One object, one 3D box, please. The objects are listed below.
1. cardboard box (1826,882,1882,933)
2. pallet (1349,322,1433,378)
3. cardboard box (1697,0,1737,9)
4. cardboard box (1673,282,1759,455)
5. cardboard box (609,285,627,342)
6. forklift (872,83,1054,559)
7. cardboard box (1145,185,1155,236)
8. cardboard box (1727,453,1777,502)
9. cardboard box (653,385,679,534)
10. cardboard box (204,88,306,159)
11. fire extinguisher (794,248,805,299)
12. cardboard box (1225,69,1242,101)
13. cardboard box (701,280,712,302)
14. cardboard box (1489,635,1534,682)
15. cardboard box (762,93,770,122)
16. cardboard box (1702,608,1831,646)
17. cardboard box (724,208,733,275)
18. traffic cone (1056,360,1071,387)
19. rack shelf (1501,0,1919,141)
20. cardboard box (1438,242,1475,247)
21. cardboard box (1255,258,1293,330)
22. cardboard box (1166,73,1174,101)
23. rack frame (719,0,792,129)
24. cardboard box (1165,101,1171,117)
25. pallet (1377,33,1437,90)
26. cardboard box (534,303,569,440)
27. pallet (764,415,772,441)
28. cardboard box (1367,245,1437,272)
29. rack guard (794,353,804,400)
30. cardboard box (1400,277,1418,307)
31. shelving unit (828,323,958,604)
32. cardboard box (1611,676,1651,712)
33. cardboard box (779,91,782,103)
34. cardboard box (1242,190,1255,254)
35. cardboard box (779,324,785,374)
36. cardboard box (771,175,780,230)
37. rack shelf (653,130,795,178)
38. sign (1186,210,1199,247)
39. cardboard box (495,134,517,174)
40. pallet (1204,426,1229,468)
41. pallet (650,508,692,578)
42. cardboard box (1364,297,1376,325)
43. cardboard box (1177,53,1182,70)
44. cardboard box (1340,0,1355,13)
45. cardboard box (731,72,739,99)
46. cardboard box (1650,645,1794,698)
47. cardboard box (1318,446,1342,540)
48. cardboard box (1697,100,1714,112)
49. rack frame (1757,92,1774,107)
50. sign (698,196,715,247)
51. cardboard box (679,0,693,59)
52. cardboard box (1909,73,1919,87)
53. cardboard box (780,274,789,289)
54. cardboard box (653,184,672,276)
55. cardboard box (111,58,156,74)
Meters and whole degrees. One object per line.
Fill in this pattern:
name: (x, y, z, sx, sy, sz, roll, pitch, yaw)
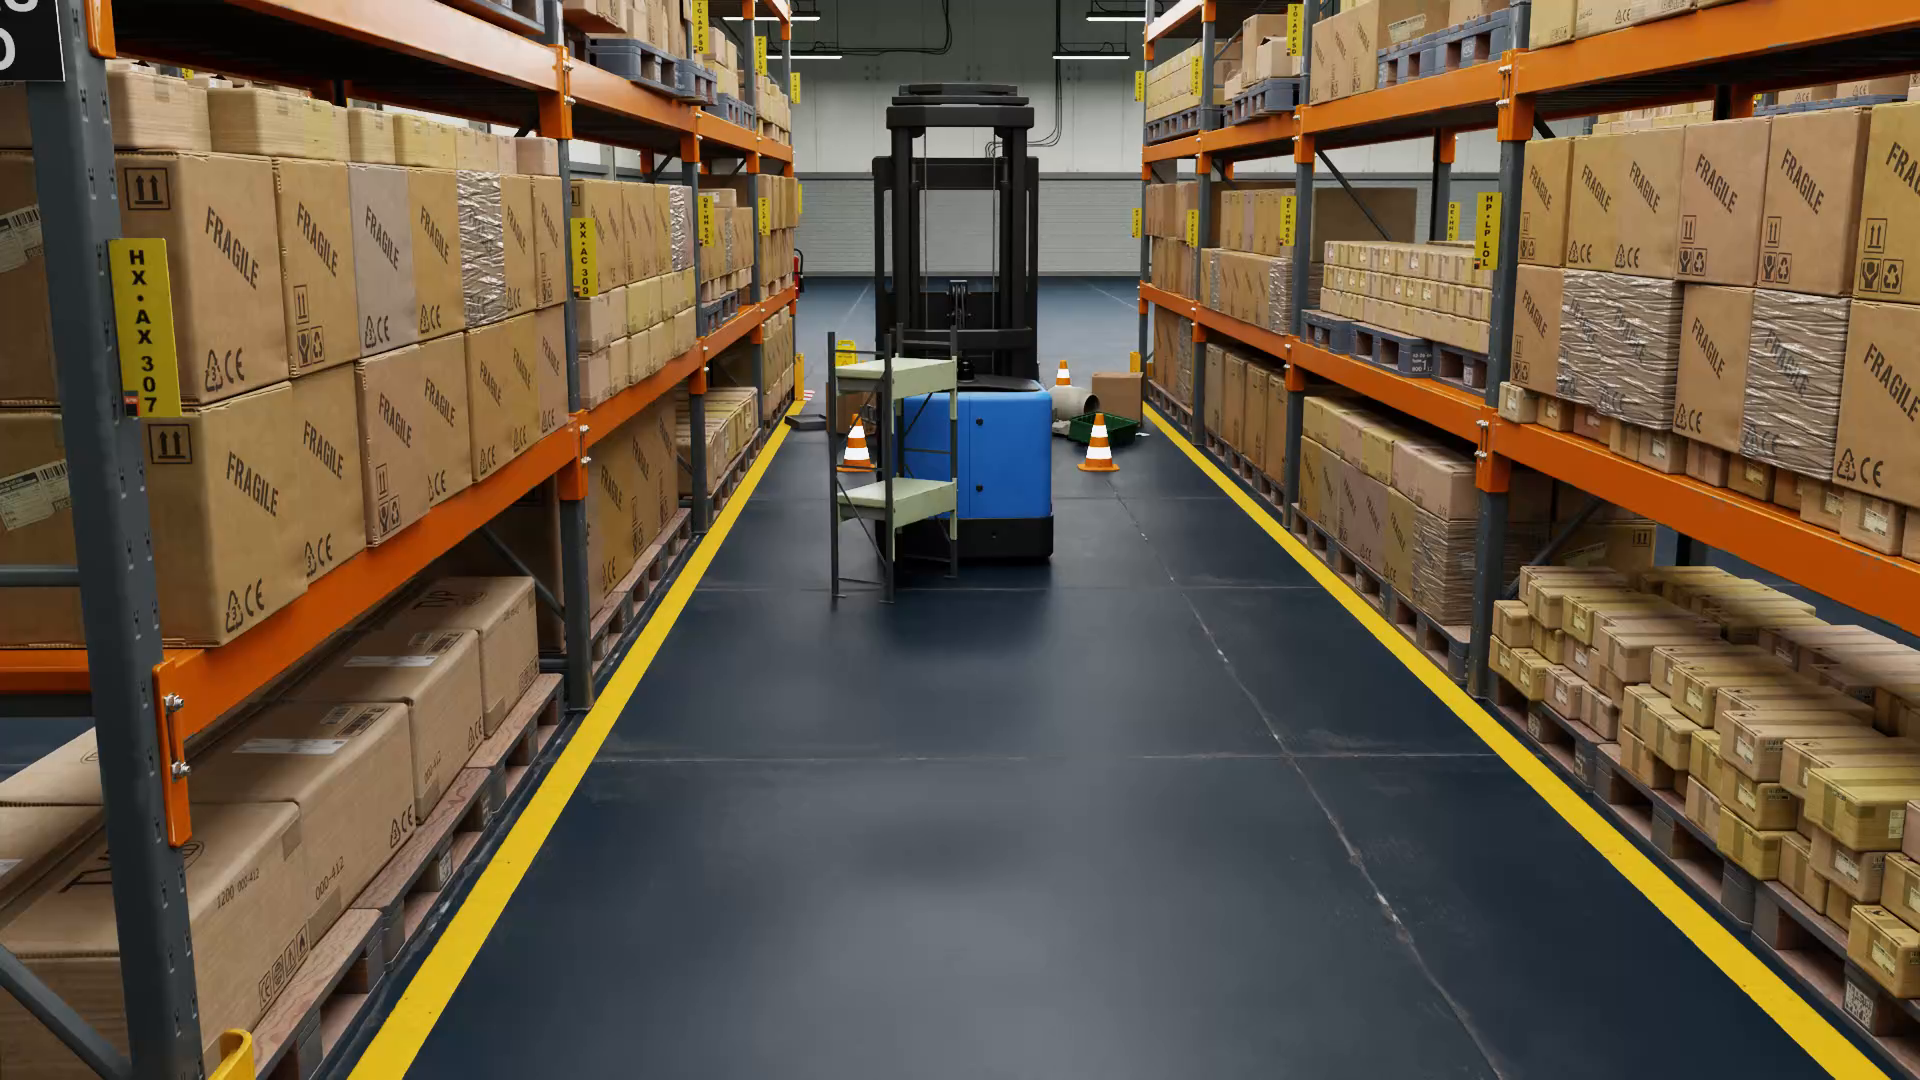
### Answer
cardboard box: (2.653, 1.020, 4.600, 0.380, 0.149, 0.250, 0, 11, -1)
pallet: (2.815, -1.067, 9.255, 1.003, 0.211, 1.213, 0, 11, -1)
cardboard box: (2.579, -1.755, 5.000, 0.500, 0.250, 0.500, 0, 11, 1)
cardboard box: (2.607, -0.549, 5.222, 0.500, 0.500, 0.500, 0, 11, 2)
cardboard box: (-1.897, -1.082, 7.969, 0.500, 0.250, 0.500, 0, 11, 0)
forklift: (-0.043, -1.561, 11.384, 1.130, 2.935, 3.031, -1, 11, -4)
cardboard box: (2.537, -3.673, 18.527, 0.875, 0.550, 0.550, 0, 11, -1)
cardboard box: (2.649, -0.213, 5.199, 0.380, 0.149, 0.250, 0, 11, 0)
cardboard box: (-2.282, -0.541, 10.467, 0.875, 0.875, 0.875, 0, 11, -2)
cardboard box: (-1.746, -0.956, 3.829, 0.380, 0.149, 0.250, 0, 11, 1)
fire extinguisher: (-1.921, -3.091, 18.944, 0.296, 0.674, 0.183, 0, 11, -1)
cardboard box: (2.414, -3.887, 14.161, 0.258, 0.266, 0.396, 0, 11, -2)
cardboard box: (-1.966, -1.773, 11.828, 0.380, 0.149, 0.250, -1, 12, -5)
cardboard box: (2.502, 0.506, 7.134, 0.380, 0.149, 0.250, -1, 11, -4)
cardboard box: (-2.052, -4.042, 15.524, 0.500, 0.250, 0.500, 0, 11, -2)
cardboard box: (3.068, 0.362, 6.346, 0.380, 0.149, 0.250, 0, 11, 1)
cardboard box: (-2.030, -2.313, 12.861, 0.500, 0.500, 0.500, -1, 11, -3)
traffic cone: (1.159, -1.790, 18.717, 0.336, 0.463, 0.334, 0, 11, -1)
rack shelf: (2.857, -1.479, 5.070, 1.077, 0.370, 4.000, 0, 11, -1)
cardboard box: (3.205, -1.783, 10.382, 0.380, 0.149, 0.250, 0, 11, -2)
cardboard box: (2.447, -1.791, 12.090, 0.500, 0.500, 0.500, 0, 11, -1)
cardboard box: (2.354, -4.544, 16.688, 0.500, 0.250, 0.500, 0, 11, -1)
rack frame: (-2.379, -6.044, 18.218, 1.000, 3.000, 0.127, 0, 11, -1)
cardboard box: (2.287, -4.375, 16.860, 0.380, 0.149, 0.250, 0, 11, -1)
pallet: (2.885, -2.466, 8.600, 1.213, 0.211, 1.003, 0, 11, -1)
cardboard box: (-1.866, -0.676, 6.597, 0.500, 0.500, 0.500, 0, 11, -1)
pallet: (-2.345, -1.076, 15.830, 1.003, 0.211, 1.213, 0, 11, -1)
cardboard box: (2.570, -1.627, 9.614, 0.380, 0.149, 0.250, 0, 11, 1)
rack guard: (-2.377, -1.864, 18.989, 1.175, 0.500, 0.348, 0, 11, -1)
cardboard box: (2.579, -1.328, 8.887, 0.380, 0.149, 0.250, 0, 11, -1)
shelving unit: (-0.373, -0.461, 9.559, 0.431, 1.500, 0.755, 6, 13, 28)
cardboard box: (2.624, 0.567, 6.088, 0.380, 0.149, 0.250, 0, 11, 1)
cardboard box: (-2.086, -4.674, 17.633, 0.380, 0.149, 0.250, 0, 11, -2)
cardboard box: (2.690, -2.587, 13.500, 0.700, 0.500, 0.500, 0, 11, -1)
cardboard box: (-2.084, -1.967, 17.186, 0.500, 0.500, 0.500, -1, 11, -2)
cardboard box: (-2.077, -3.184, 15.693, 0.700, 0.500, 0.500, 0, 11, -1)
rack shelf: (-2.338, -3.824, 16.628, 1.077, 0.370, 4.000, 0, 11, -1)
sign: (2.096, -2.810, 14.988, 0.100, 0.325, 0.005, 0, 11, -1)
cardboard box: (-1.909, -1.463, 6.327, 0.380, 0.149, 0.250, 0, 11, 0)
pallet: (2.742, -0.830, 14.617, 1.003, 0.211, 1.213, 0, 11, -1)
pallet: (-2.273, 0.010, 10.479, 1.003, 0.211, 1.213, 0, 11, -1)
cardboard box: (2.567, -1.334, 9.664, 0.380, 0.149, 0.250, 0, 11, 1)
cardboard box: (2.303, -4.615, 16.035, 0.380, 0.149, 0.250, 0, 11, -1)
cardboard box: (2.477, -3.264, 9.884, 0.396, 0.266, 0.258, 0, 11, -1)
cardboard box: (-2.139, -3.796, 14.001, 0.500, 0.250, 0.500, 0, 11, -2)
cardboard box: (2.657, 0.472, 5.807, 0.380, 0.149, 0.250, -1, 11, -4)
cardboard box: (2.507, -0.293, 10.191, 0.500, 0.500, 0.500, 0, 11, 0)
cardboard box: (7.279, -4.163, 15.863, 0.380, 0.149, 0.250, -1, 11, -3)
rack frame: (7.612, -5.290, 14.499, 1.000, 3.000, 0.127, 0, 11, -1)
sign: (-1.659, -2.084, 10.875, 0.100, 0.325, 0.005, 0, 11, -1)
cardboard box: (-2.055, -3.166, 10.259, 0.797, 0.503, 0.637, -1, 12, -5)
cardboard box: (7.418, -3.613, 12.269, 0.500, 0.500, 0.500, 0, 11, 0)
cardboard box: (-2.022, -2.755, 17.728, 0.380, 0.149, 0.250, 0, 11, 0)
cardboard box: (-1.919, -1.750, 9.376, 0.500, 0.500, 0.500, 0, 11, -1)
cardboard box: (-7.000, -3.826, 13.746, 0.500, 0.311, 0.500, -1, 11, -3)
